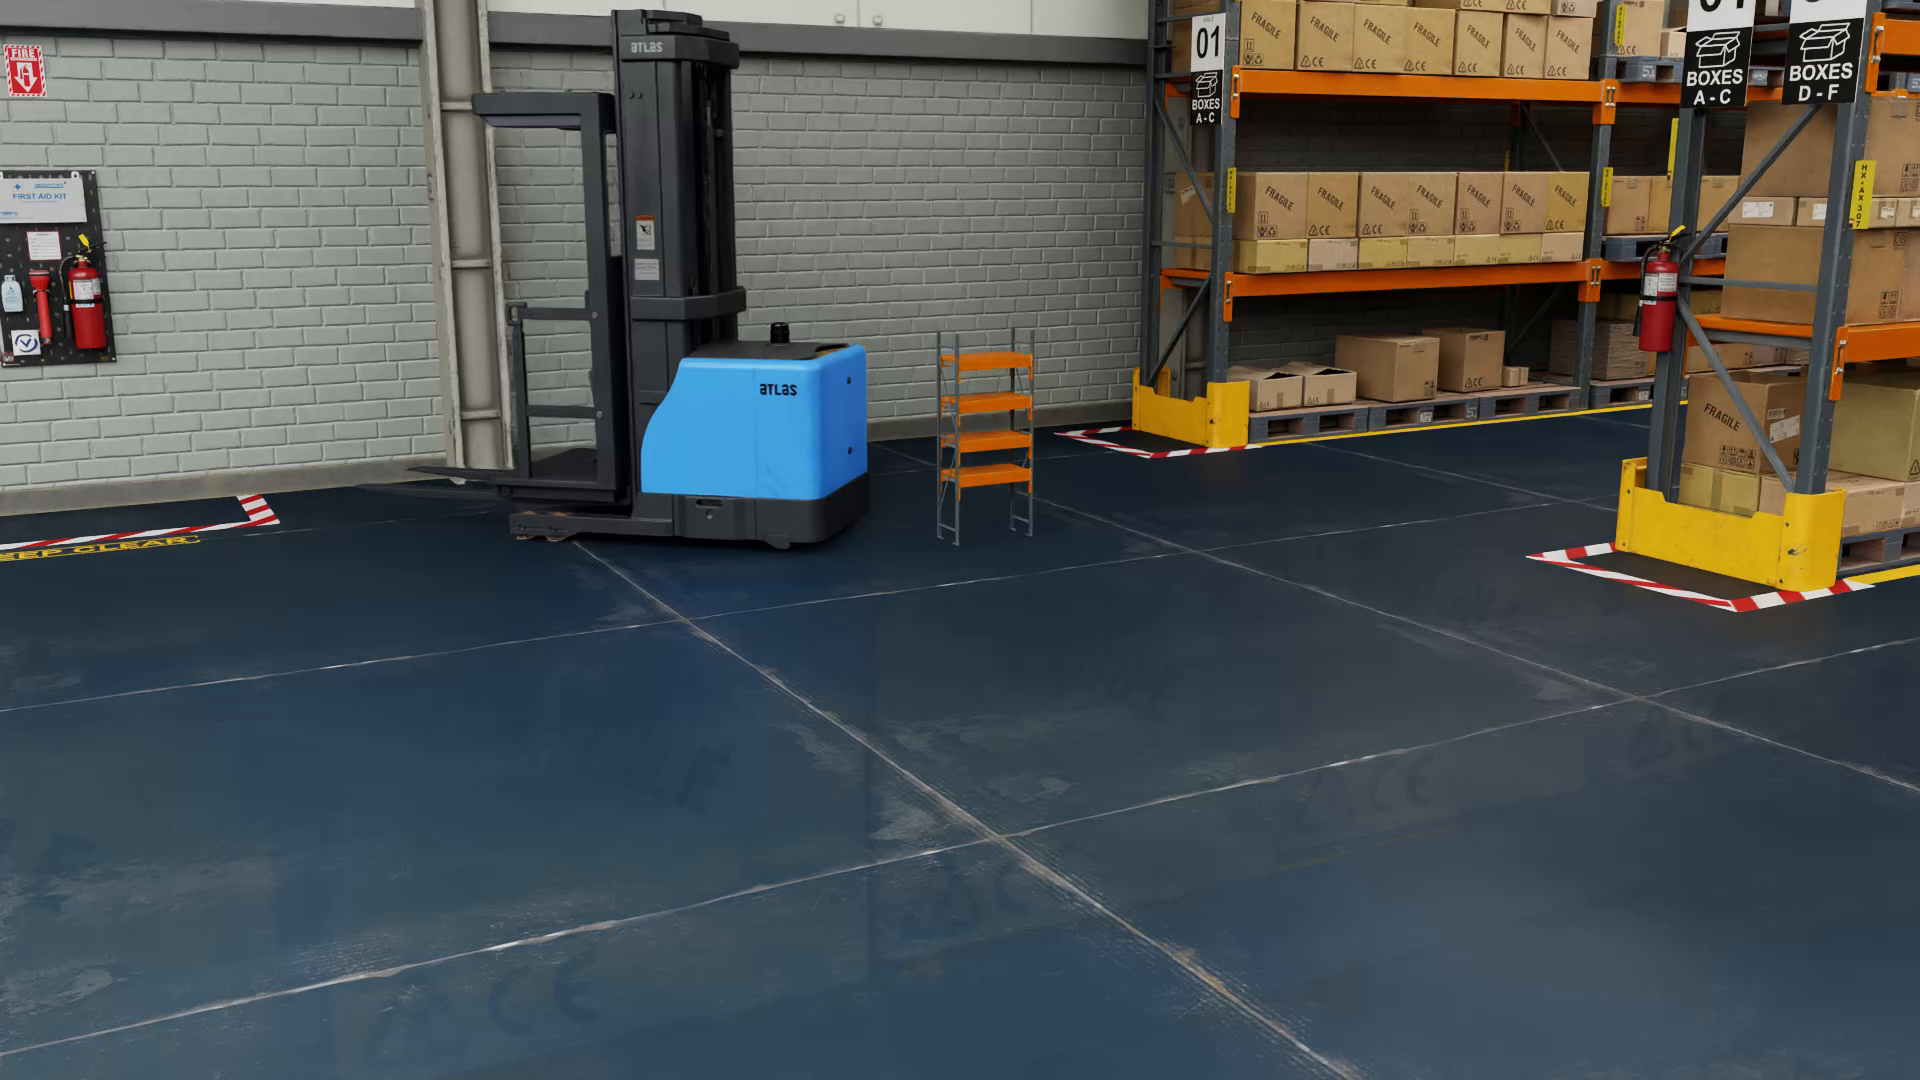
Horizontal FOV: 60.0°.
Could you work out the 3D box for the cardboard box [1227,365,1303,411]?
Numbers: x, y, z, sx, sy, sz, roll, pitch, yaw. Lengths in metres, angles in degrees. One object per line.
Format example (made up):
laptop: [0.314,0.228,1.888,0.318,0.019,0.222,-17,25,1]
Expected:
cardboard box: [2.403,-1.240,13.408,0.500,0.311,0.500,-9,15,-34]

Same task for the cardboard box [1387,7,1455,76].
cardboard box: [3.569,-3.956,13.250,0.500,0.500,0.500,-6,14,-24]

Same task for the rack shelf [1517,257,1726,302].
rack shelf: [7.019,-2.562,15.799,4.000,0.370,1.077,-7,14,-28]

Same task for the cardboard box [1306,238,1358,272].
cardboard box: [2.782,-2.266,13.140,0.500,0.250,0.500,-7,15,-30]

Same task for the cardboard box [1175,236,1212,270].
cardboard box: [2.070,-2.305,13.314,0.500,0.250,0.500,-7,14,-27]

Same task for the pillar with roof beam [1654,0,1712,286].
pillar with roof beam: [9.282,-5.250,12.443,0.400,9.000,9.100,-7,14,-28]

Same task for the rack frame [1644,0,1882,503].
rack frame: [4.130,-1.327,8.675,0.127,3.000,1.000,-7,14,-28]

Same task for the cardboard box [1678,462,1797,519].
cardboard box: [4.459,-0.304,9.434,0.500,0.250,0.500,-7,14,-28]

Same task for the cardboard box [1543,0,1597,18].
cardboard box: [4.954,-4.607,13.866,0.500,0.500,0.500,-8,15,-33]

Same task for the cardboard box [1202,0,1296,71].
cardboard box: [2.166,-3.790,12.515,0.500,0.500,0.500,-6,14,-26]

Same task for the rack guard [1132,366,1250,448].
rack guard: [1.820,-1.070,13.225,0.348,0.500,1.175,-7,14,-28]

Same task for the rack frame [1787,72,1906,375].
rack frame: [8.775,-3.123,16.655,0.127,3.000,1.000,-7,14,-28]

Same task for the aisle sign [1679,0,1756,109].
aisle sign: [3.931,-2.645,8.610,0.004,0.787,0.394,-7,14,-28]

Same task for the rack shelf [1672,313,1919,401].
rack shelf: [5.885,-1.187,9.689,4.000,0.370,1.077,-7,14,-28]

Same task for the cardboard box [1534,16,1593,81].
cardboard box: [4.937,-4.123,13.993,0.500,0.500,0.500,-6,14,-26]

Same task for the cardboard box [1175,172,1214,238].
cardboard box: [2.065,-2.674,13.249,0.500,0.500,0.500,-7,14,-28]

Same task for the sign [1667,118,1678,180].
sign: [3.882,-2.114,8.993,0.005,0.325,0.100,-7,14,-28]

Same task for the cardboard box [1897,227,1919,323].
cardboard box: [5.004,-1.479,9.121,0.500,0.500,0.700,-6,14,-26]

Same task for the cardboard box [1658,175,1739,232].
cardboard box: [6.784,-3.145,15.524,0.500,0.500,0.700,-5,14,-20]

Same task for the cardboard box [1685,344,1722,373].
cardboard box: [6.799,-1.888,15.858,0.500,0.500,0.700,-7,14,-27]

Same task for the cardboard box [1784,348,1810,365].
cardboard box: [8.168,-2.032,16.500,0.500,0.500,0.700,-7,14,-27]

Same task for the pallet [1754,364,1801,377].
pallet: [8.088,-1.681,16.597,1.213,0.211,1.003,-7,14,-28]

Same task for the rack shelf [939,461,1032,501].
rack shelf: [0.145,-0.343,9.613,0.480,0.148,0.258,-7,14,-28]

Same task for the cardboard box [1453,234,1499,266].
cardboard box: [4.118,-2.424,13.844,0.500,0.250,0.500,-7,14,-28]

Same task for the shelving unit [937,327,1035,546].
shelving unit: [0.145,-0.603,9.555,0.503,1.200,0.258,-7,14,-28]

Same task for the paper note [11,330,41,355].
paper note: [-5.689,-1.203,10.129,0.142,0.148,0.016,-7,14,-28]

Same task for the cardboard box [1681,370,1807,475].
cardboard box: [4.458,-0.670,9.354,0.500,0.500,0.500,-7,14,-28]

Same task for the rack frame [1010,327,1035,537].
rack frame: [0.359,-0.628,9.669,0.015,1.200,0.240,-7,14,-28]

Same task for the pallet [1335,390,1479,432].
pallet: [3.619,-1.135,14.173,1.213,0.211,1.003,-7,14,-28]

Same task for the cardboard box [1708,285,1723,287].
cardboard box: [7.637,-2.350,16.204,0.500,0.250,0.500,-7,14,-27]

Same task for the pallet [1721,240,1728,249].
pallet: [8.200,-2.934,16.251,1.003,0.211,1.213,-7,14,-28]

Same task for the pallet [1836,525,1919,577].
pallet: [4.781,-0.055,9.374,1.213,0.211,1.003,-7,14,-28]

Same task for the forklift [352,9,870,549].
forklift: [-2.118,-1.528,9.722,3.031,2.935,1.130,3,13,13]

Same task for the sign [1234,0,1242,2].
sign: [2.013,-4.067,12.025,0.005,0.325,0.100,-7,14,-28]

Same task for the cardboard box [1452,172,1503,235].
cardboard box: [4.115,-2.791,13.767,0.500,0.500,0.500,-7,15,-29]

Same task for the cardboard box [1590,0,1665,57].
cardboard box: [5.782,-4.461,14.585,0.500,0.500,0.500,-5,13,-20]

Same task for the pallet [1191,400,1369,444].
pallet: [2.550,-1.008,13.606,1.213,0.211,1.003,-7,14,-28]

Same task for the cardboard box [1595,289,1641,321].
cardboard box: [6.287,-2.191,15.496,0.500,0.250,0.500,-7,15,-29]

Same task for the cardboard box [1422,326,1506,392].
cardboard box: [4.372,-1.581,14.492,0.500,0.500,0.500,-8,15,-32]

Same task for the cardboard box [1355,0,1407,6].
cardboard box: [3.116,-4.384,12.875,0.500,0.500,0.500,-6,14,-26]

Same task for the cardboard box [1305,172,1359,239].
cardboard box: [2.755,-2.626,13.035,0.500,0.500,0.500,-7,14,-28]
